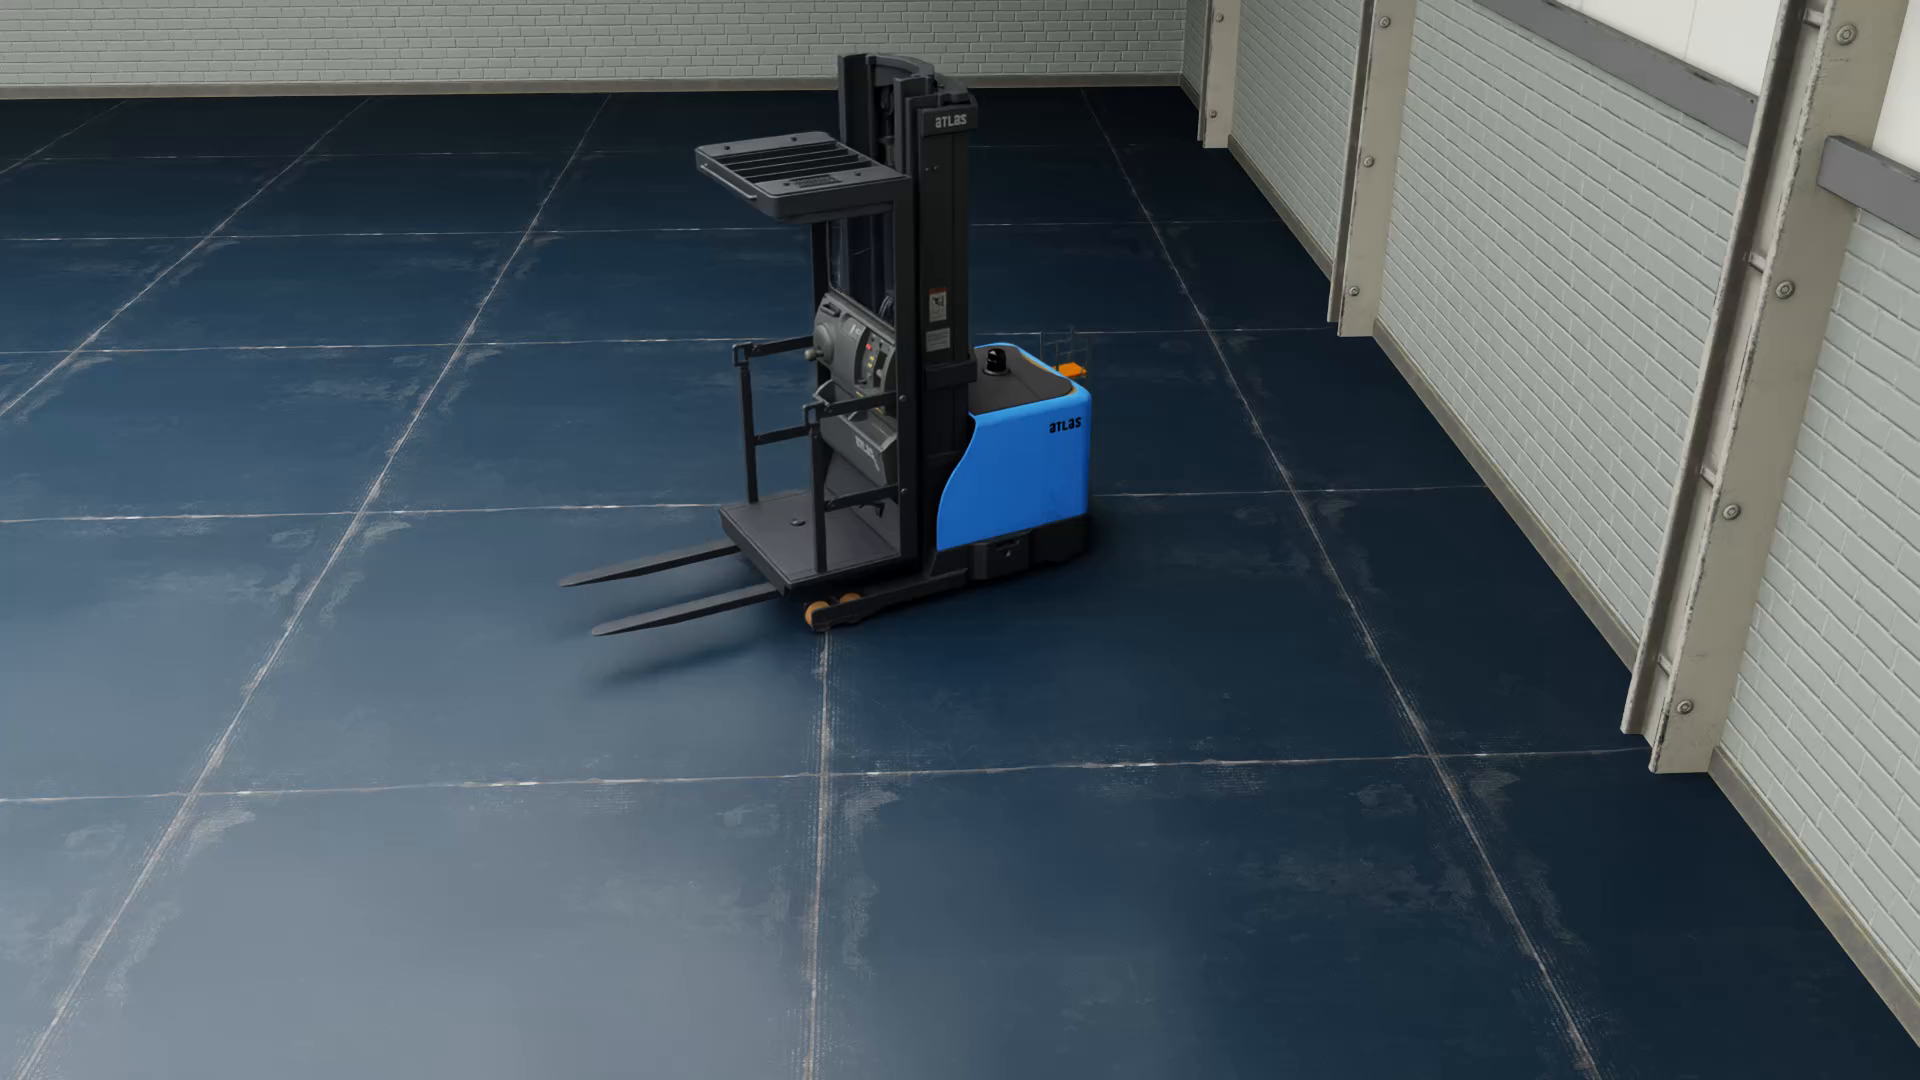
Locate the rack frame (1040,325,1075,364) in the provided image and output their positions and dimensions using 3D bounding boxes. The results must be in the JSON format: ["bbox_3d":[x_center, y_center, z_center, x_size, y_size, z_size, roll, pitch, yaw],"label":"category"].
[{"bbox_3d":[0.593,-0.754,10.398,0.240,1.200,0.006,-14,31,-25],"label":"rack frame"}]

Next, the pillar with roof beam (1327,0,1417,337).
[{"bbox_3d":[-1.104,-5.619,11.292,9.100,9.000,0.400,-1,28,-3],"label":"pillar with roof beam"}]

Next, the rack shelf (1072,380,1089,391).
[{"bbox_3d":[0.637,-0.890,10.236,0.258,0.103,0.180,-14,31,-25],"label":"rack shelf"}]

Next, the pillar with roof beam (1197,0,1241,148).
[{"bbox_3d":[-1.418,-8.389,16.604,9.100,9.000,0.400,-1,28,-3],"label":"pillar with roof beam"}]

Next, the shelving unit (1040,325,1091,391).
[{"bbox_3d":[0.637,-0.717,10.326,0.258,1.200,0.189,-14,31,-25],"label":"shelving unit"}]

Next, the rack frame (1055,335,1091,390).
[{"bbox_3d":[0.681,-0.680,10.255,0.240,1.200,0.006,-14,31,-25],"label":"rack frame"}]

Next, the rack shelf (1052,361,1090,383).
[{"bbox_3d":[0.638,-0.997,10.181,0.258,0.103,0.180,-14,31,-25],"label":"rack shelf"}]

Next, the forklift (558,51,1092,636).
[{"bbox_3d":[-0.767,-1.068,9.128,3.031,2.935,1.130,-14,31,-25],"label":"forklift"}]

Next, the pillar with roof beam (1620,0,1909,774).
[{"bbox_3d":[-0.791,-2.848,5.979,9.100,9.000,0.400,-1,28,-3],"label":"pillar with roof beam"}]
